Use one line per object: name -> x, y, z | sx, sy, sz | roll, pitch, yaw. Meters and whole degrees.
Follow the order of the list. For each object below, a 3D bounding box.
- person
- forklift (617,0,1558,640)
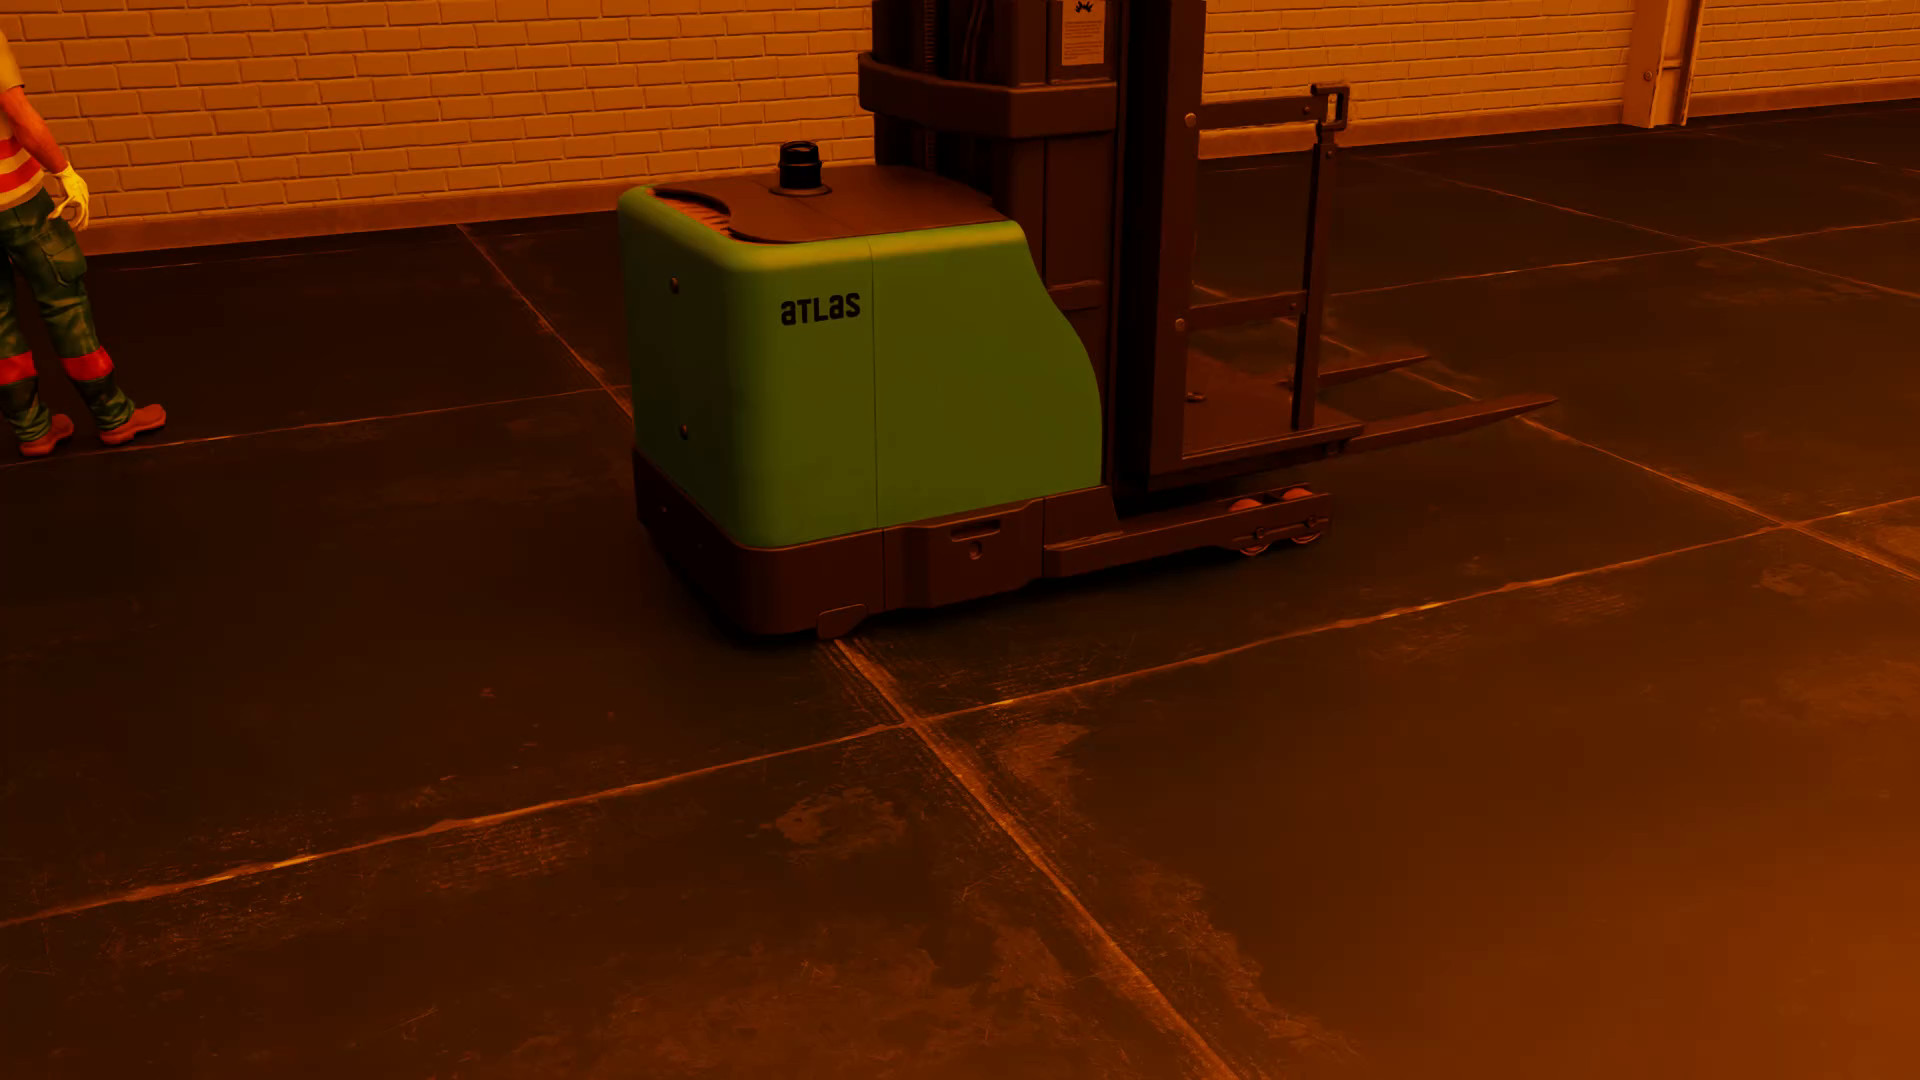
person -> -3.216, -1.171, 5.578 | 0.648, 1.790, 0.564 | 2, 23, 4
forklift -> 0.556, -1.474, 4.835 | 3.031, 2.935, 1.130 | -11, 25, -26
